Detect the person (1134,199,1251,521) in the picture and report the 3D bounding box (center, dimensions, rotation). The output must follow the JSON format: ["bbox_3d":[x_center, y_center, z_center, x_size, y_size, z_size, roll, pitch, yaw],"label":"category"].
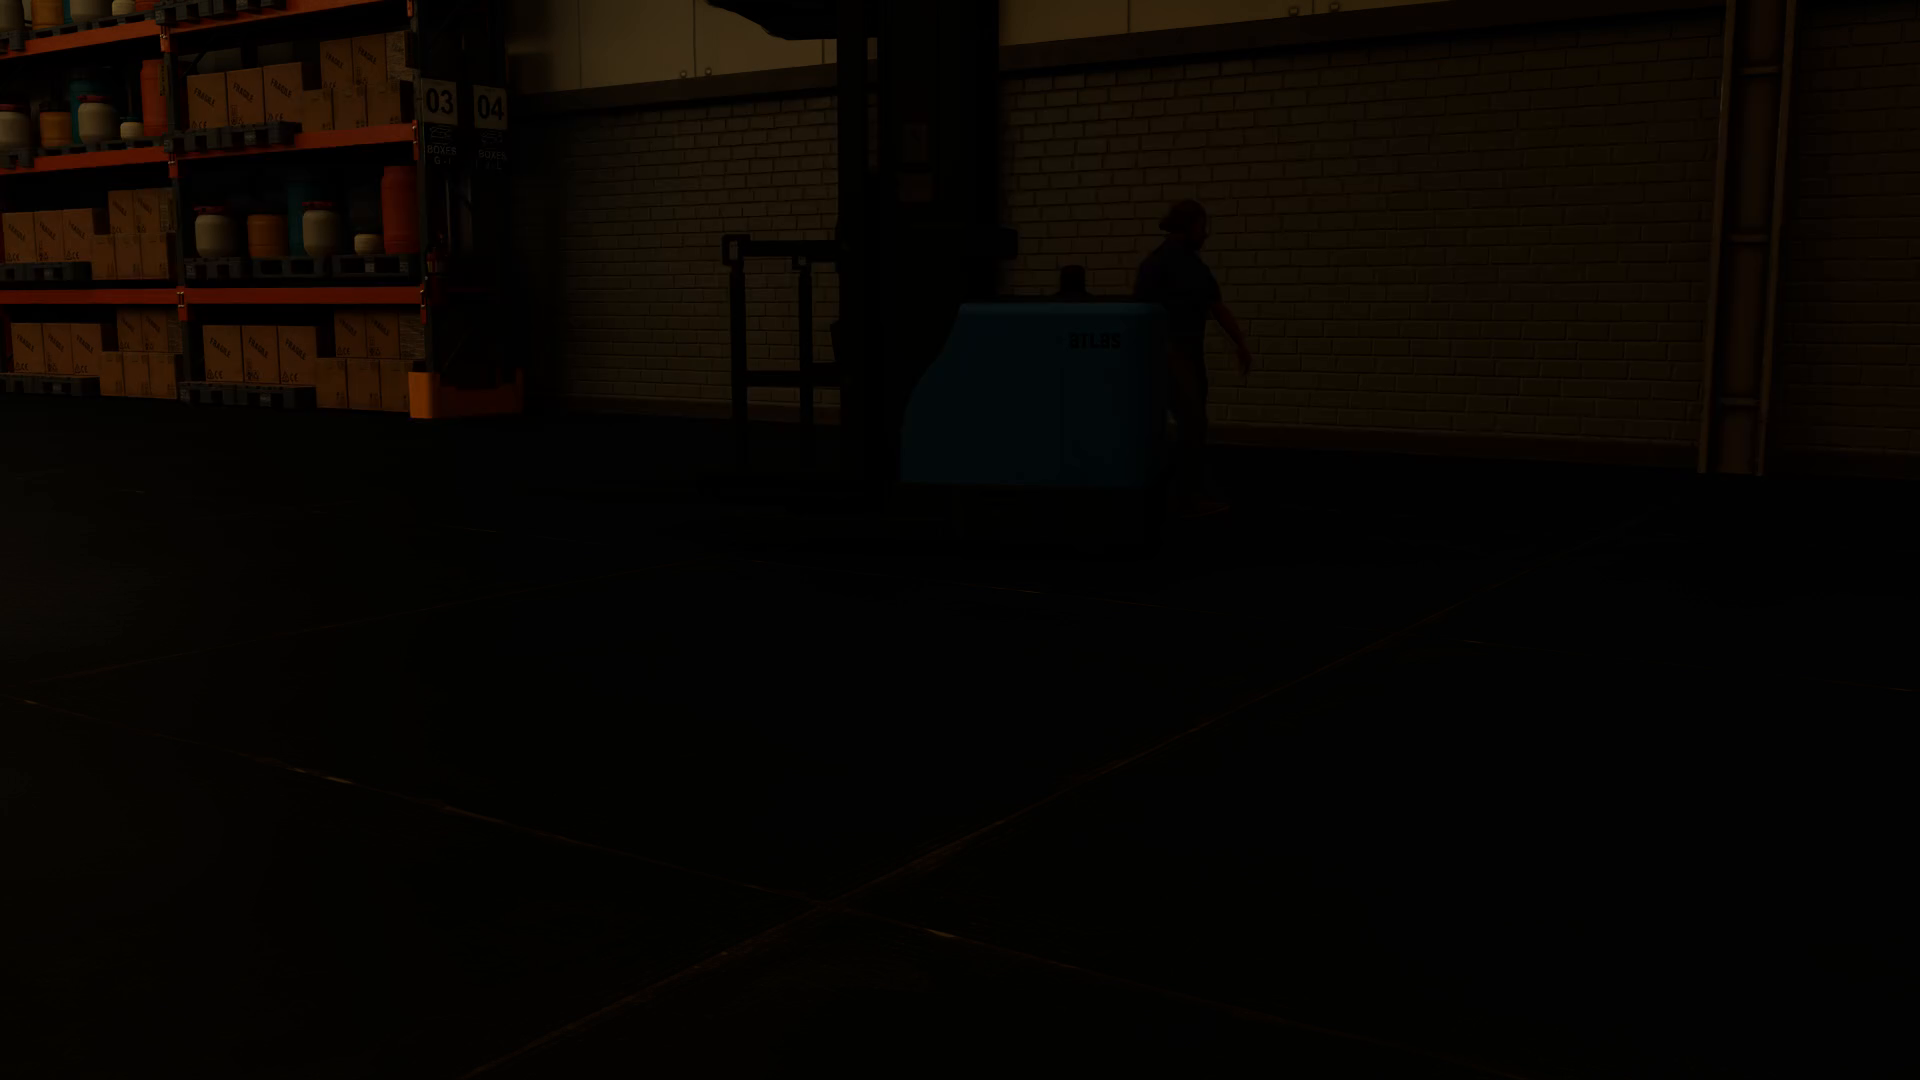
[{"bbox_3d":[1.097,-0.901,8.328,0.743,1.594,0.606,6,10,38],"label":"person"}]

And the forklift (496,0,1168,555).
[{"bbox_3d":[-0.596,-1.469,7.520,3.031,2.935,1.130,2,8,12],"label":"forklift"}]
